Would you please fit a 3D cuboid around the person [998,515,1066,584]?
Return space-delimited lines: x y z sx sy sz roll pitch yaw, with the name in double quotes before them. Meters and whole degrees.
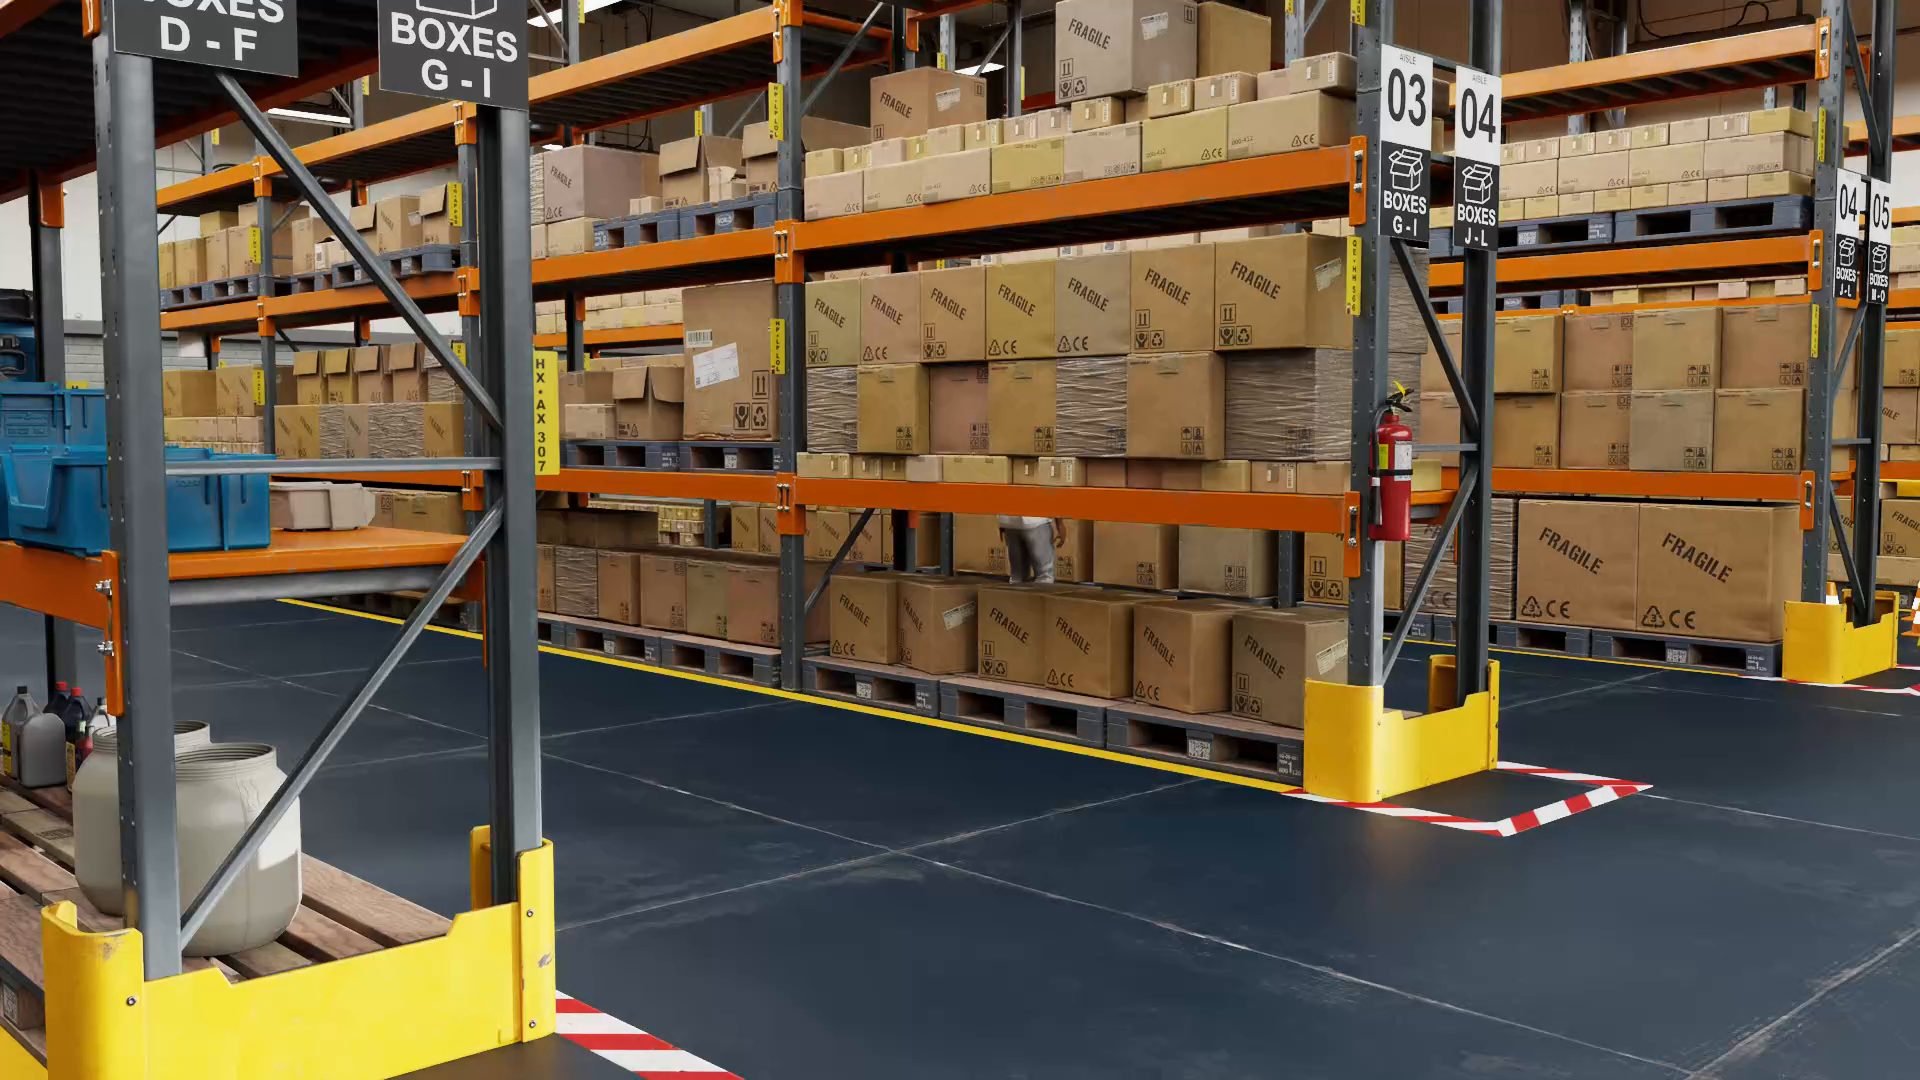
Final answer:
"person" 0.533 -0.119 12.401 0.463 1.760 0.632 -4 5 -45
